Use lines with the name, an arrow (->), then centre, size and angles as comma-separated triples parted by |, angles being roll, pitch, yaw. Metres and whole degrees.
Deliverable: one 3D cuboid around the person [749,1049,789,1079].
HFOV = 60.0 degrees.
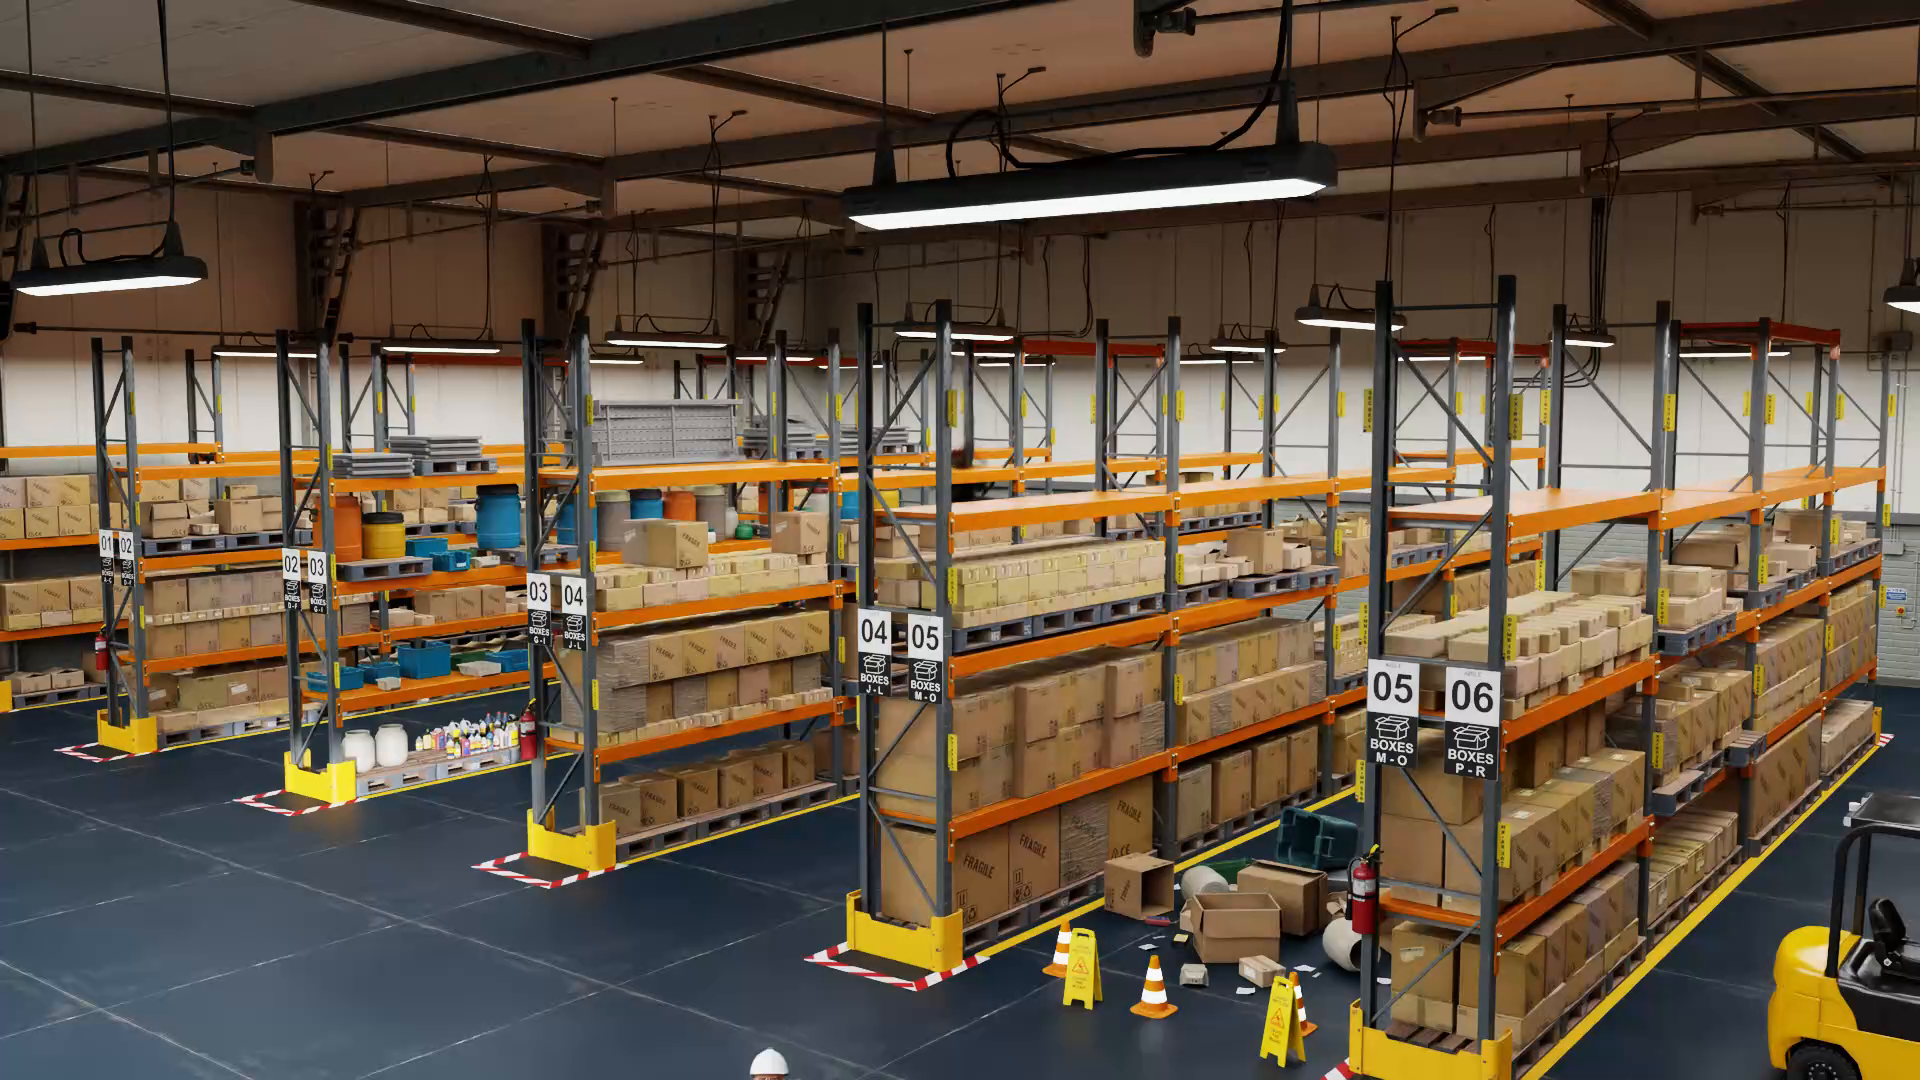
person -> -0.946, 3.521, 8.783 | 0.704, 1.727, 0.726 | 0, 5, -5
